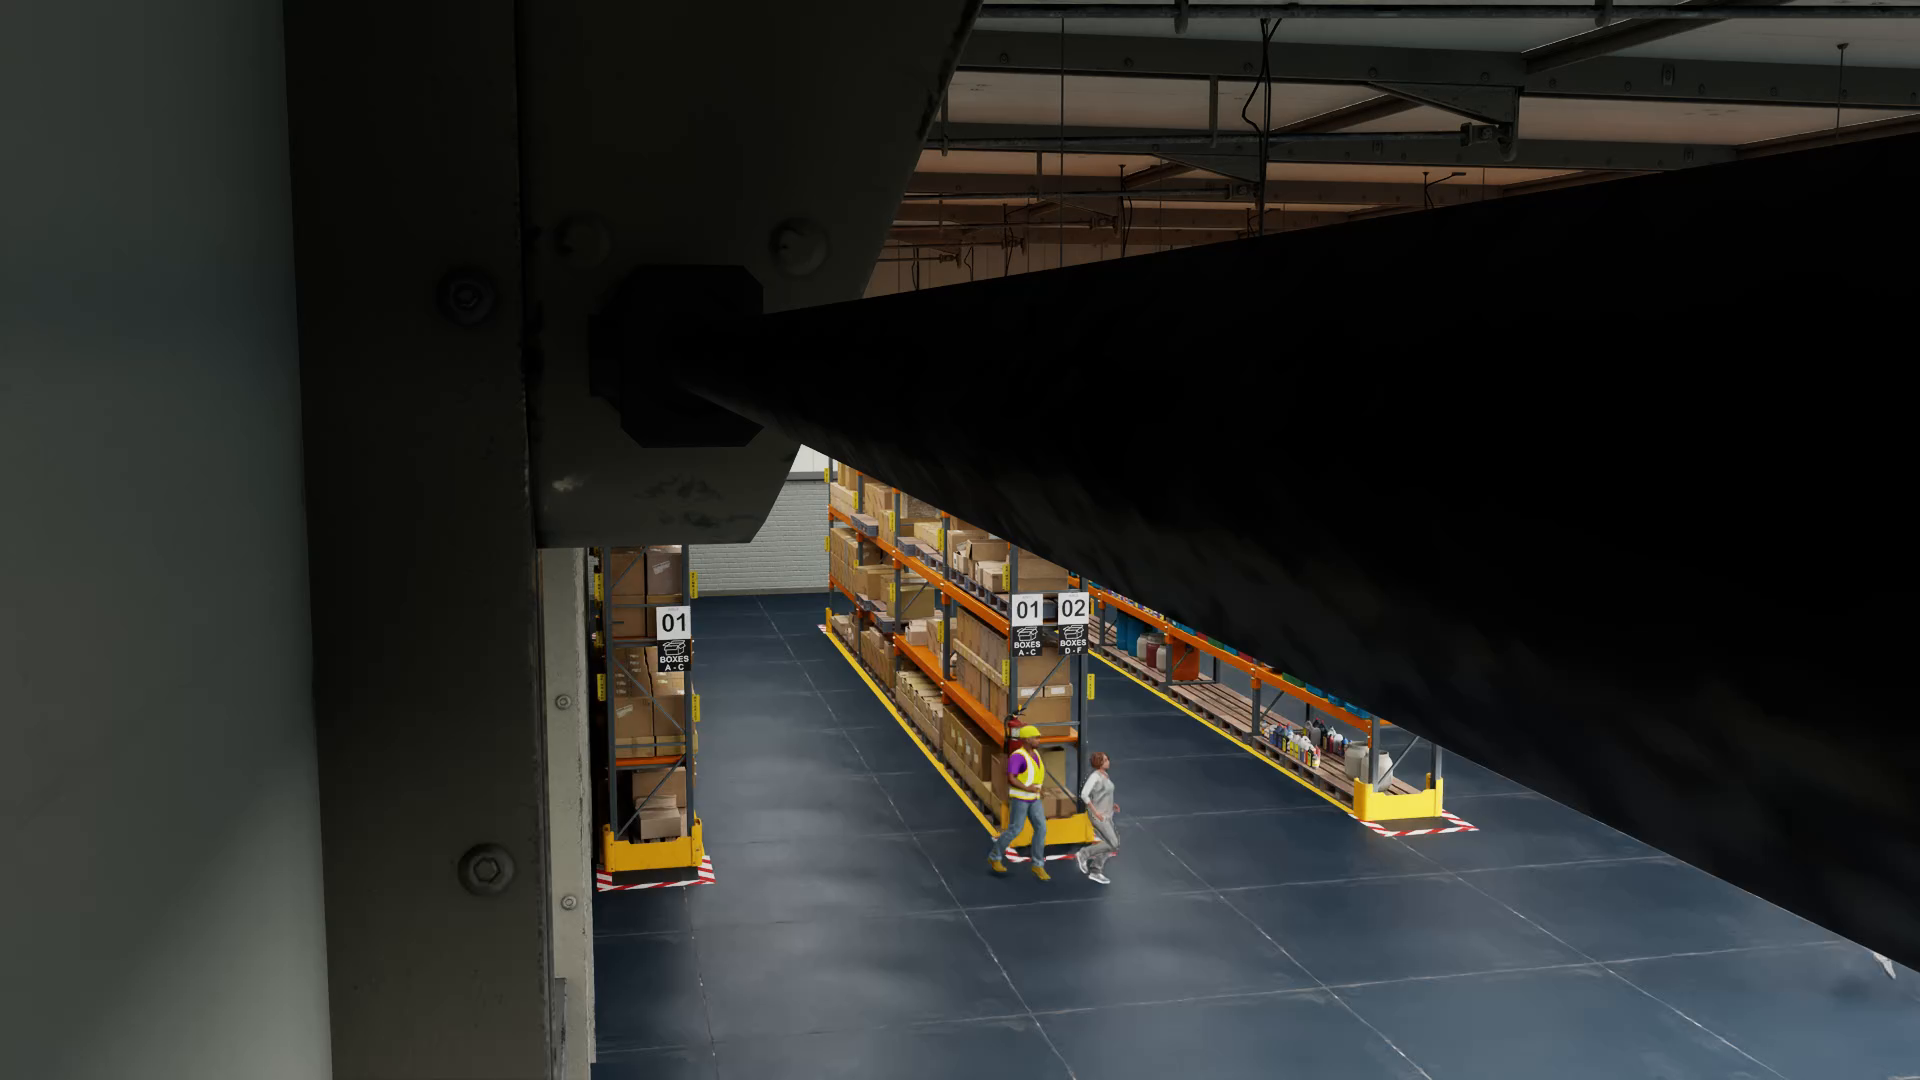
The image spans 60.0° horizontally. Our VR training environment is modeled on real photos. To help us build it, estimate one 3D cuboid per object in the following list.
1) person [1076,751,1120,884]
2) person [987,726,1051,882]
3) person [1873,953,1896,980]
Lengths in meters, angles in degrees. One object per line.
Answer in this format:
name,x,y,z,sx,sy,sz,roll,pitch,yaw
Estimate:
person,1.638,3.262,19.559,0.502,1.555,0.544,2,7,17
person,0.806,3.106,19.836,0.803,1.790,0.765,4,8,33
person,9.325,3.561,16.059,0.812,1.750,0.720,2,7,13
